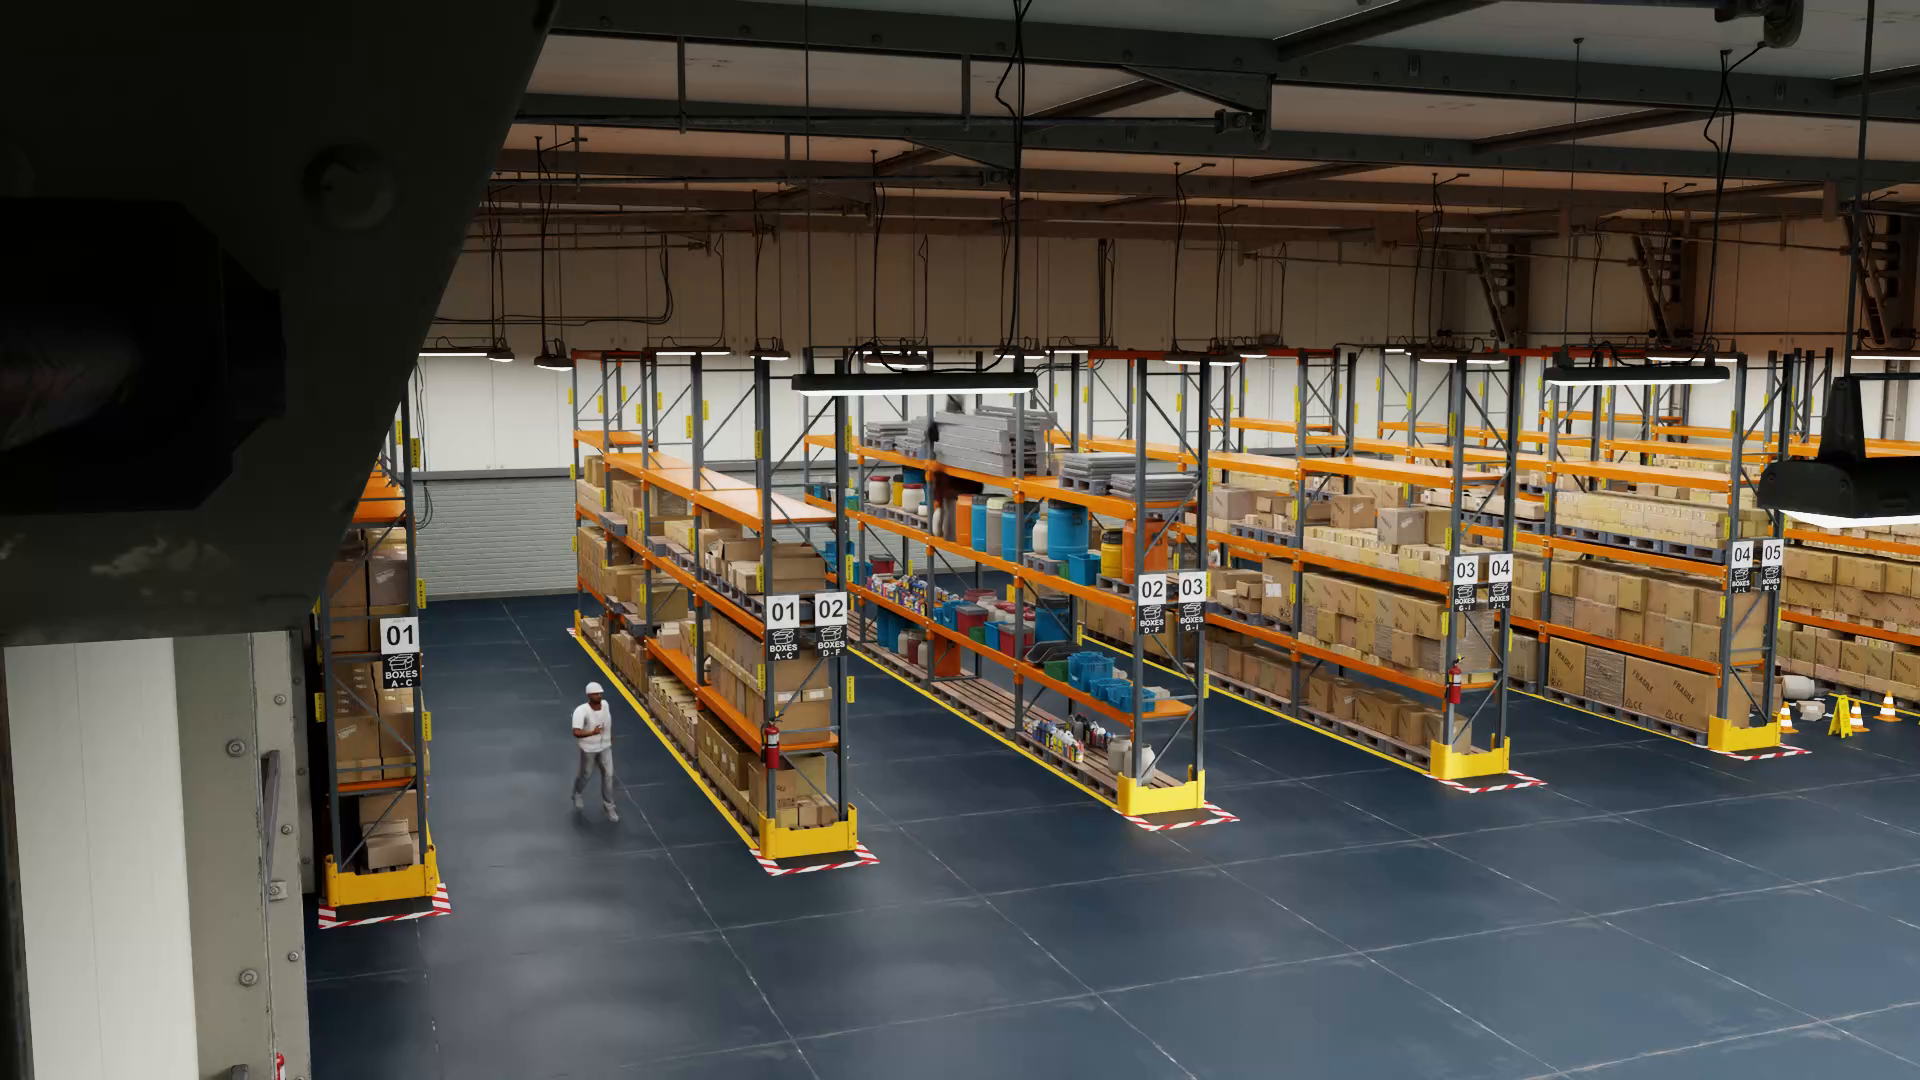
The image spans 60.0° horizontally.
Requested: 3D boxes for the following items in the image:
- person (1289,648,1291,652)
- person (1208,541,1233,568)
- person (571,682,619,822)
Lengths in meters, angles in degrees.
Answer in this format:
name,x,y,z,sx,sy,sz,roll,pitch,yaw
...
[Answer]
name,x,y,z,sx,sy,sz,roll,pitch,yaw
person,6.691,1.418,33.073,0.654,1.662,0.759,-4,8,-32
person,5.803,0.821,37.160,0.666,1.799,1.002,-3,8,-20
person,-4.790,2.730,21.740,0.688,1.781,0.950,-7,10,-43
